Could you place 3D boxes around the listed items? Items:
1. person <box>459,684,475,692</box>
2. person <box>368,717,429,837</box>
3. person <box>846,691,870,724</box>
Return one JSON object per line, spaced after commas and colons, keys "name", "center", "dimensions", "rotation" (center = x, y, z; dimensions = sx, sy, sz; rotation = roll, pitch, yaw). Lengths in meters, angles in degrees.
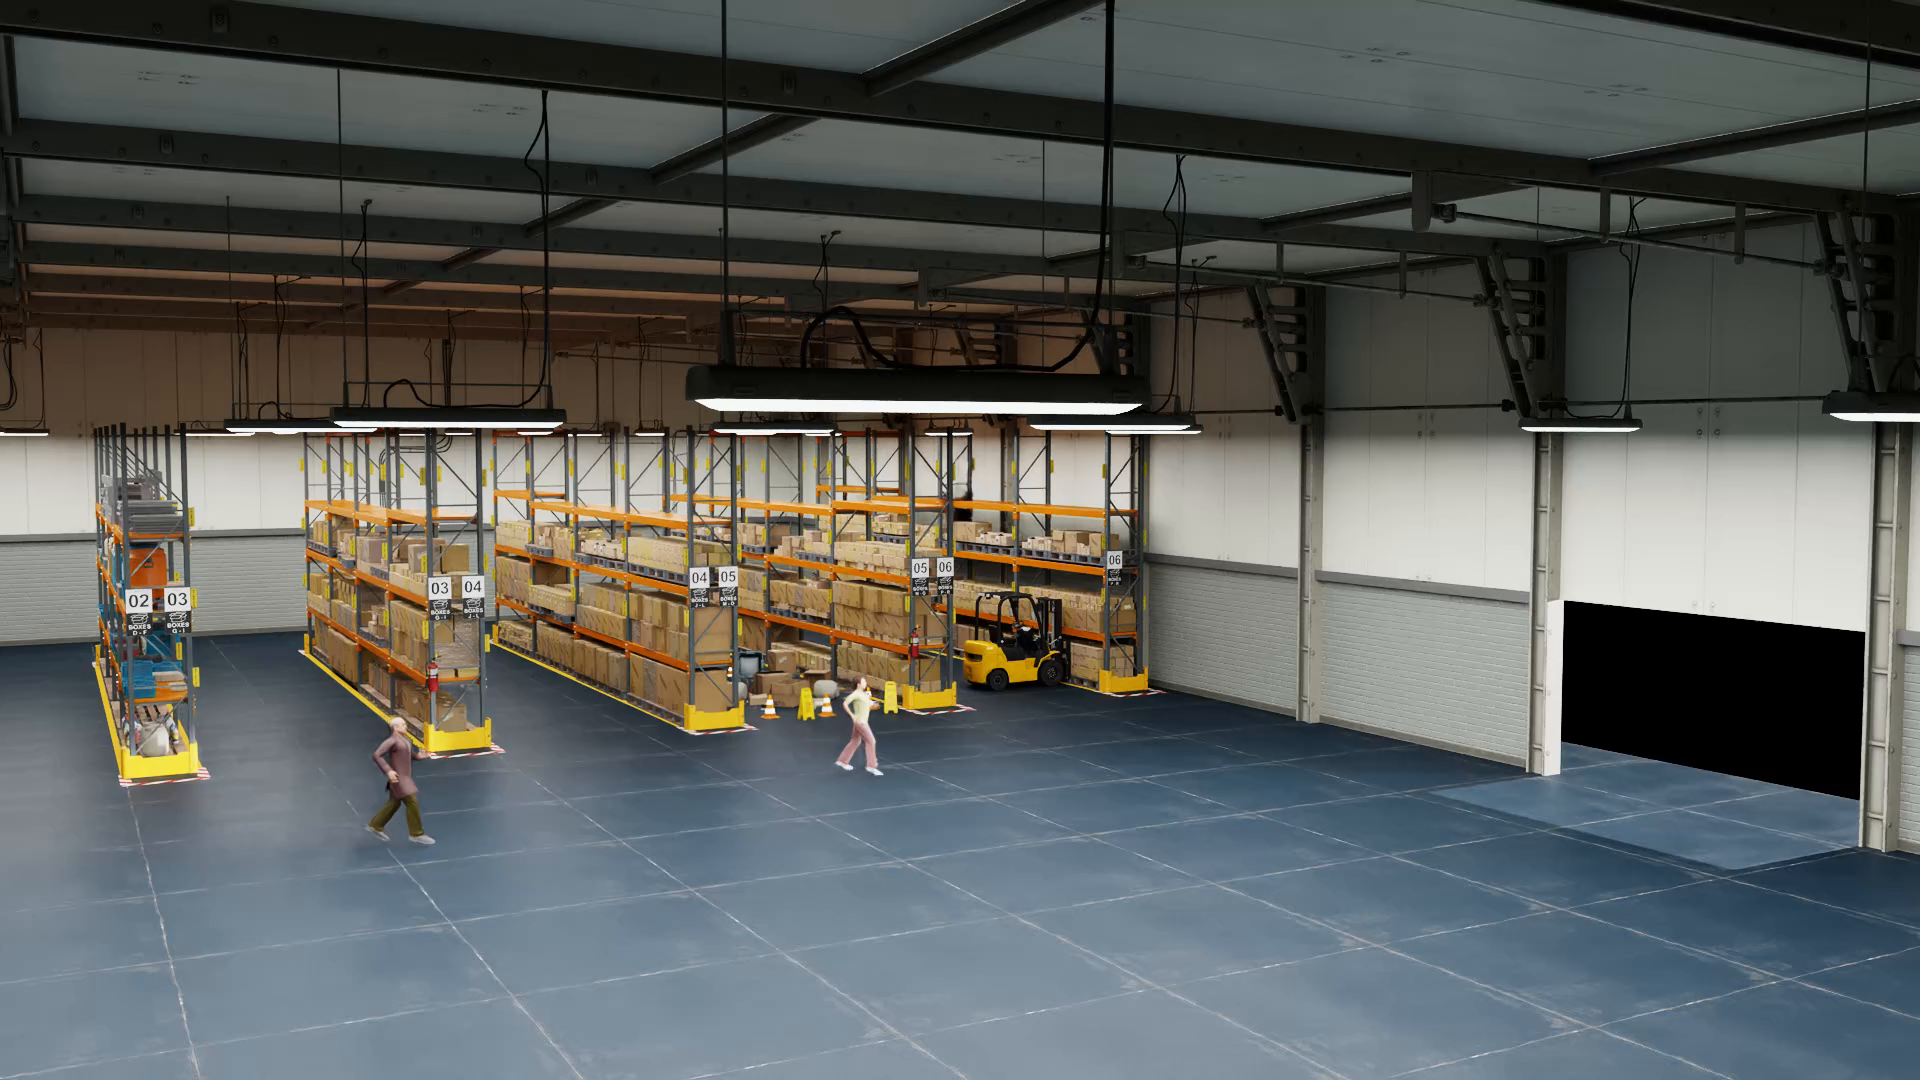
{"name": "person", "center": [-11.230, 2.607, 37.839], "dimensions": [0.622, 1.765, 0.720], "rotation": [-2, 4, -30]}
{"name": "person", "center": [-7.911, 3.326, 23.392], "dimensions": [0.867, 1.676, 0.661], "rotation": [0, 3, -8]}
{"name": "person", "center": [-1.730, 2.840, 28.340], "dimensions": [0.394, 0.577, 0.518], "rotation": [0, 3, 4]}
